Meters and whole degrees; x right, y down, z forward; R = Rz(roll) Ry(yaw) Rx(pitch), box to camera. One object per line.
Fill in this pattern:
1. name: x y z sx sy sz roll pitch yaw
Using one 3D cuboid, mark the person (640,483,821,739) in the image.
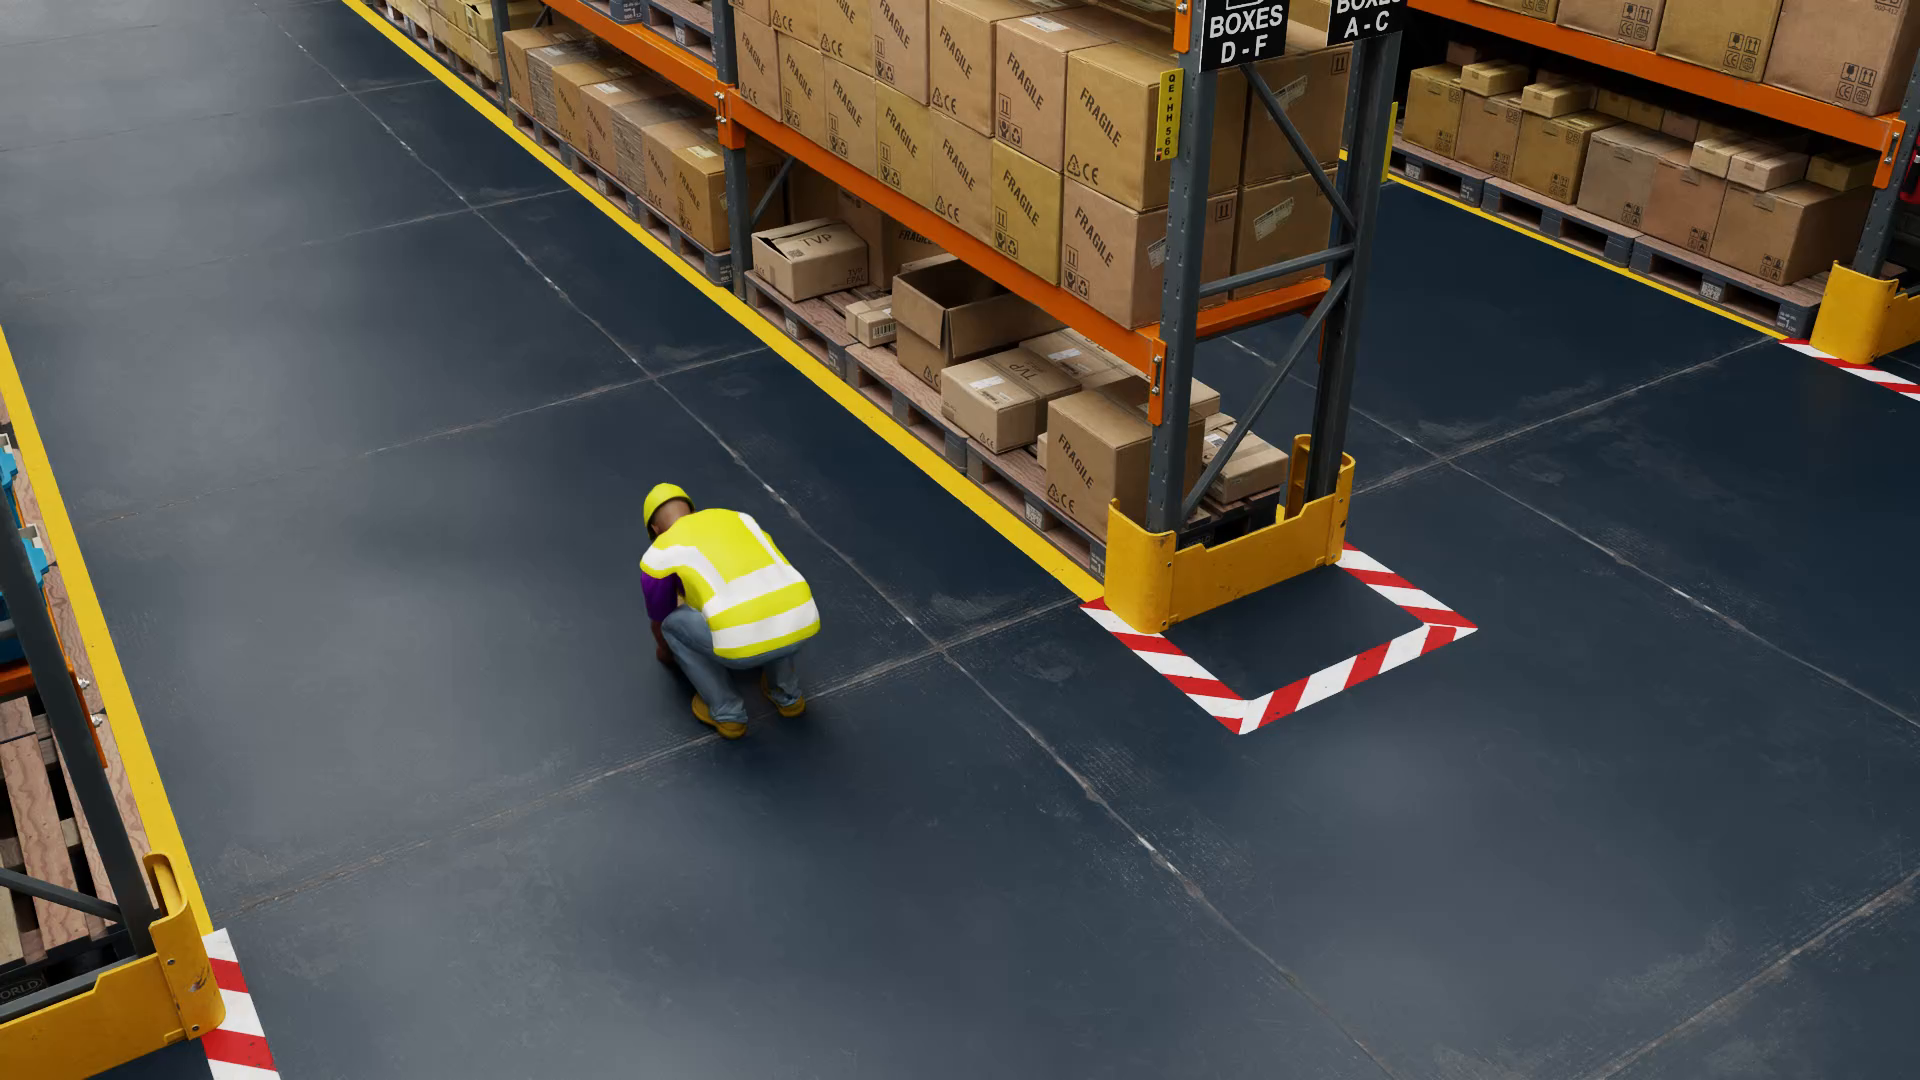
1. person: -0.953 0.288 6.597 0.529 0.809 0.959 -20 37 -28
